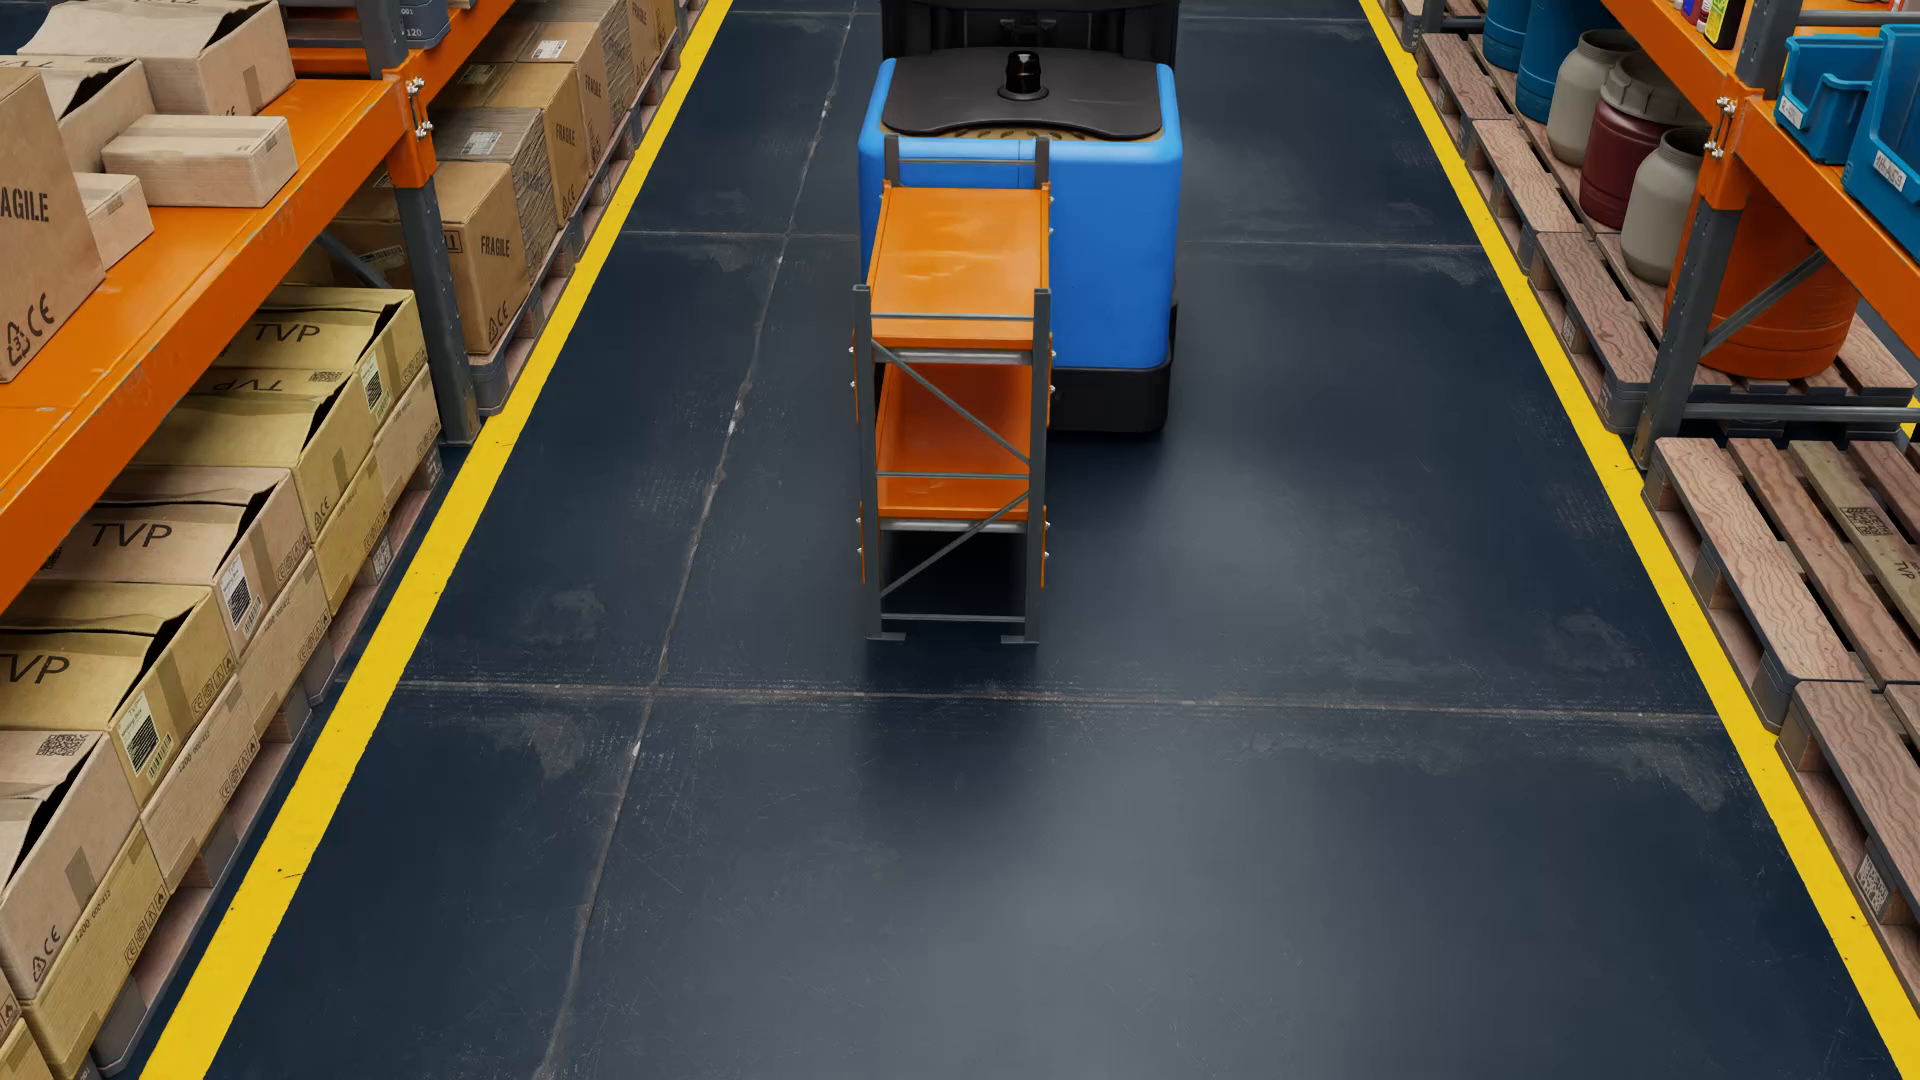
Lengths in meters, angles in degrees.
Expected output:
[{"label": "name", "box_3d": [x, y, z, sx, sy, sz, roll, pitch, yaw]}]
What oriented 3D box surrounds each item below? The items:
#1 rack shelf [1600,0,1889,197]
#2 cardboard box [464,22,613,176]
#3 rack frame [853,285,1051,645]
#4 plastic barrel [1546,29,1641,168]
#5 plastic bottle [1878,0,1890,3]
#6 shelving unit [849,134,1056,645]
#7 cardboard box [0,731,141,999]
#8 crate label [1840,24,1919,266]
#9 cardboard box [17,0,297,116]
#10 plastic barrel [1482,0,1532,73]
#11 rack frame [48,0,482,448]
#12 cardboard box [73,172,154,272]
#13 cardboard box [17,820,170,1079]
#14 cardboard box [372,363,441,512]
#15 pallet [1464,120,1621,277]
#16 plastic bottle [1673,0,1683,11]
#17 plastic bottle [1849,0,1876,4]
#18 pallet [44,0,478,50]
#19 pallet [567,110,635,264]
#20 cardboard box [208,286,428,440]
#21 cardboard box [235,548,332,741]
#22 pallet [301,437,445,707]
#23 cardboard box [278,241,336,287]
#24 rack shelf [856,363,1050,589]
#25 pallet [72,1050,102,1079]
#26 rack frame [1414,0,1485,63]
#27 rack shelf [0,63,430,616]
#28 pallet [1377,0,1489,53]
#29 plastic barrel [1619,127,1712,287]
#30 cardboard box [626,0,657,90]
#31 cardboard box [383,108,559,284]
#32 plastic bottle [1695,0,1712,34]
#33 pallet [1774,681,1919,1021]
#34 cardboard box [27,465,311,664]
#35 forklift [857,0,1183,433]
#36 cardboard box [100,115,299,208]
[{"label": "rack shelf", "box_3d": [2.860, -2.330, 6.582, 1.077, 0.370, 4.000, 1, 35, 2]}, {"label": "cardboard box", "box_3d": [-1.809, -1.893, 7.126, 0.500, 0.500, 0.500, 0, 35, 0]}, {"label": "rack frame", "box_3d": [-0.020, -0.172, 4.517, 0.500, 1.125, 0.032, 1, 35, 2]}, {"label": "plastic barrel", "box_3d": [2.761, -1.886, 7.123, 0.421, 0.512, 0.421, 0, 35, 0]}, {"label": "plastic bottle", "box_3d": [3.139, -1.931, 5.497, 0.152, 0.276, 0.135, 1, 35, 2]}, {"label": "shelving unit", "box_3d": [0.000, -0.464, 4.932, 0.538, 1.125, 1.048, 1, 35, 2]}, {"label": "cardboard box", "box_3d": [-2.020, 0.614, 3.306, 0.500, 0.311, 0.500, 0, 35, 0]}, {"label": "crate label", "box_3d": [2.470, -0.925, 3.926, 0.502, 0.435, 0.616, 1, 35, 2]}, {"label": "cardboard box", "box_3d": [-2.228, -1.347, 4.636, 0.500, 0.311, 0.500, 3, 35, 5]}, {"label": "plastic barrel", "box_3d": [2.902, -2.774, 8.048, 0.600, 0.901, 0.708, 1, 35, 2]}, {"label": "rack frame", "box_3d": [-2.169, -1.592, 4.906, 1.000, 3.000, 0.127, 1, 35, 2]}, {"label": "cardboard box", "box_3d": [-2.164, -0.755, 3.934, 0.380, 0.149, 0.250, 4, 35, 5]}, {"label": "cardboard box", "box_3d": [-2.026, 0.842, 3.469, 0.500, 0.250, 0.500, 0, 35, 0]}, {"label": "cardboard box", "box_3d": [-1.947, -0.330, 5.138, 0.500, 0.250, 0.500, 2, 35, 3]}, {"label": "pallet", "box_3d": [2.822, -1.487, 7.182, 1.003, 0.211, 1.213, 1, 35, 2]}, {"label": "plastic bottle", "box_3d": [2.402, -1.834, 5.424, 0.097, 0.201, 0.097, 0, 35, 0]}, {"label": "plastic bottle", "box_3d": [3.013, -1.893, 5.507, 0.097, 0.201, 0.097, 0, 35, 0]}, {"label": "pallet", "box_3d": [-2.212, -1.904, 5.517, 1.213, 0.211, 1.003, 1, 35, 2]}, {"label": "pallet", "box_3d": [-2.050, -1.578, 7.311, 1.003, 0.211, 1.213, 1, 35, 2]}, {"label": "cardboard box", "box_3d": [-1.944, -0.561, 4.978, 0.500, 0.311, 0.500, 2, 35, 3]}, {"label": "cardboard box", "box_3d": [-1.987, 0.255, 4.305, 0.500, 0.250, 0.500, 2, 35, 3]}, {"label": "pallet", "box_3d": [-2.241, 0.021, 5.036, 1.003, 0.211, 1.213, 1, 35, 2]}, {"label": "cardboard box", "box_3d": [-2.366, -1.292, 6.270, 0.500, 0.500, 0.500, 3, 35, 4]}, {"label": "rack shelf", "box_3d": [0.000, -0.264, 5.073, 0.538, 0.278, 1.000, 1, 35, 2]}, {"label": "pallet", "box_3d": [-2.339, 1.423, 3.041, 1.003, 0.211, 1.213, 1, 35, 2]}, {"label": "rack frame", "box_3d": [2.941, -3.773, 8.010, 1.000, 3.000, 0.127, 1, 35, 2]}, {"label": "rack shelf", "box_3d": [-2.250, -0.148, 3.478, 1.077, 0.370, 4.000, 1, 35, 2]}, {"label": "pallet", "box_3d": [2.931, -3.056, 9.414, 1.003, 0.211, 1.213, 1, 35, 2]}, {"label": "plastic barrel", "box_3d": [2.716, -1.237, 6.200, 0.421, 0.512, 0.421, 0, 35, 0]}, {"label": "cardboard box", "box_3d": [-1.770, -2.473, 7.951, 0.500, 0.500, 0.500, 1, 35, 2]}, {"label": "cardboard box", "box_3d": [-1.850, -1.305, 6.289, 0.500, 0.500, 0.500, 0, 35, 0]}, {"label": "plastic bottle", "box_3d": [2.393, -1.702, 5.236, 0.097, 0.201, 0.097, 0, 35, 0]}, {"label": "pallet", "box_3d": [2.658, 0.809, 3.915, 1.003, 0.211, 1.213, 1, 35, 2]}, {"label": "cardboard box", "box_3d": [-1.982, 0.028, 4.141, 0.500, 0.311, 0.500, 1, 35, 2]}, {"label": "forklift", "box_3d": [0.271, -2.387, 6.098, 1.130, 2.935, 3.031, 2, 35, 3]}, {"label": "cardboard box", "box_3d": [-1.929, -0.966, 4.234, 0.380, 0.149, 0.250, 1, 35, 2]}]
